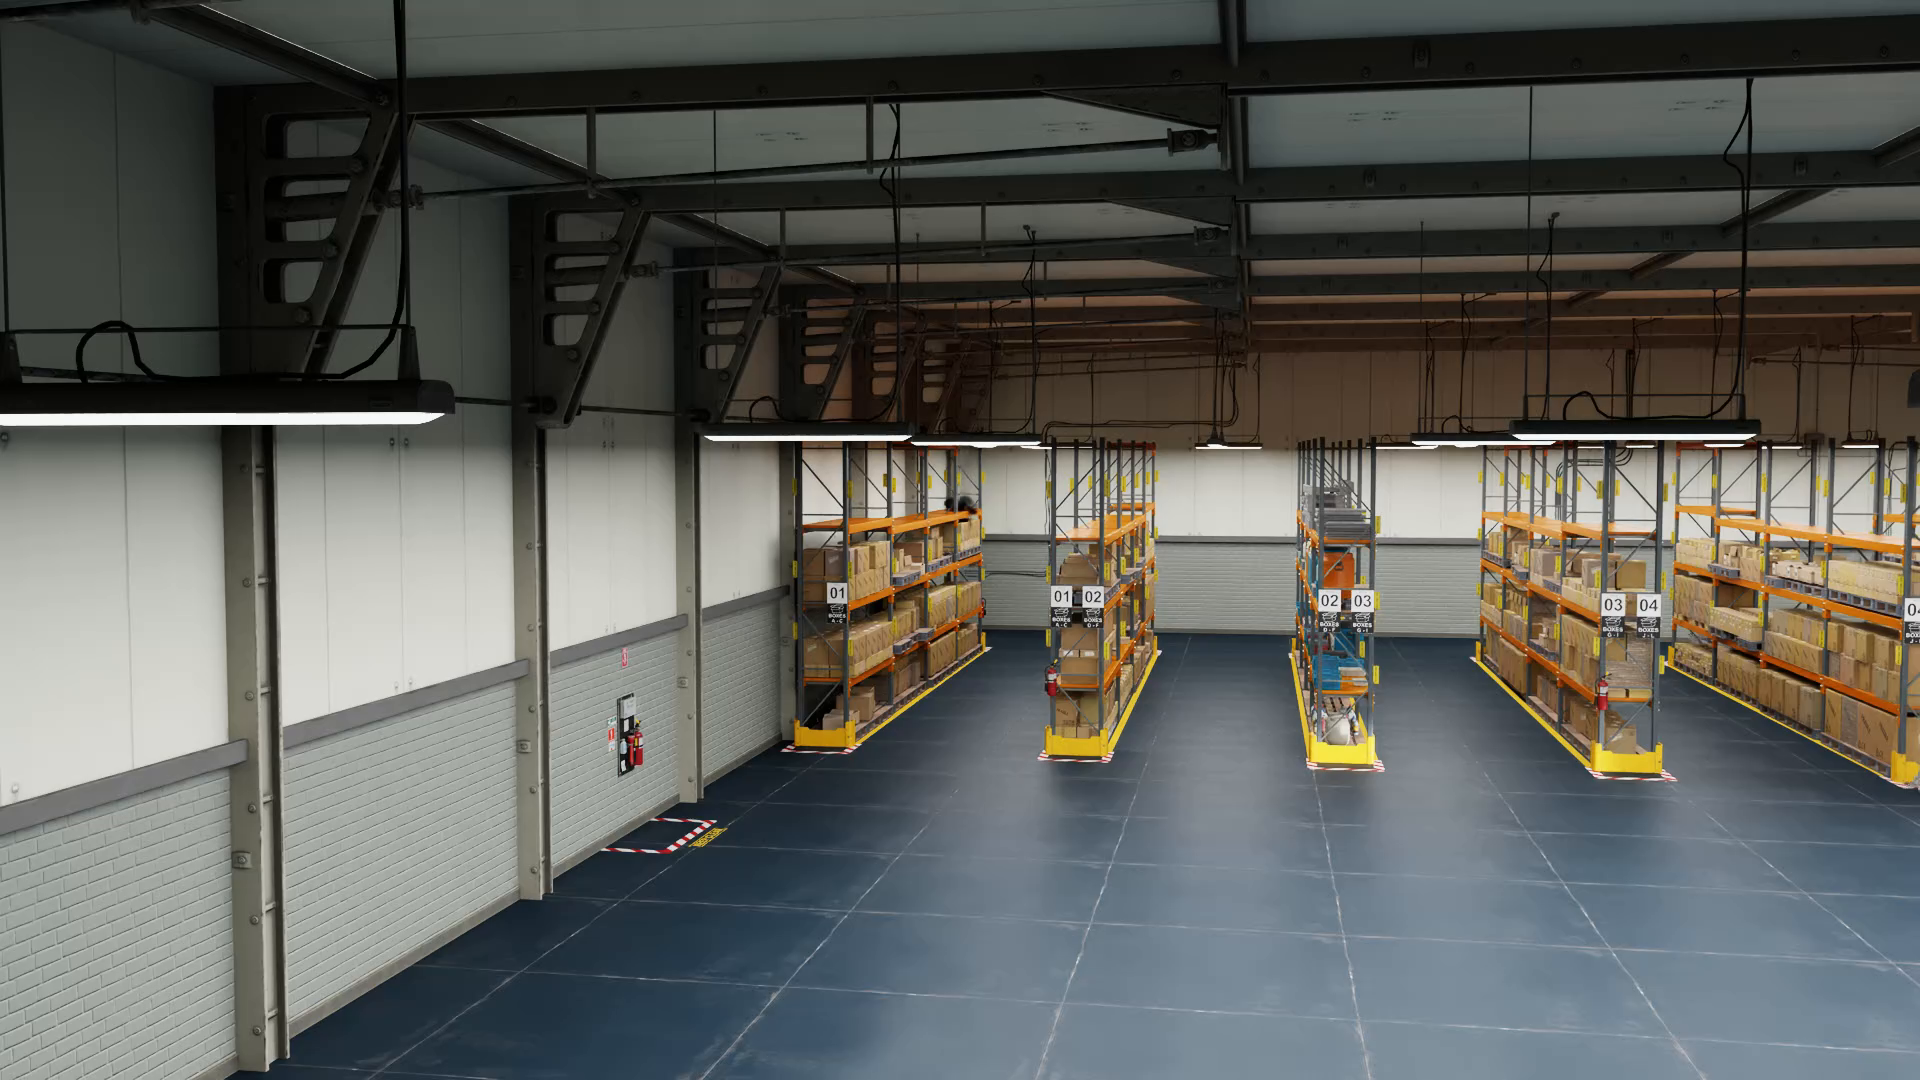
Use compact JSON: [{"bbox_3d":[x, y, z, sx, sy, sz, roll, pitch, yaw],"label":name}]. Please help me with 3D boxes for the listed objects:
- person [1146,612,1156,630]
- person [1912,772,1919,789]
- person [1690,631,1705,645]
[{"bbox_3d":[5.321,2.342,48.111,0.624,1.676,0.685,1,3,25],"label":"person"},{"bbox_3d":[16.250,3.393,27.464,0.657,1.835,0.915,-3,4,-40],"label":"person"},{"bbox_3d":[20.272,2.405,45.701,0.972,1.784,0.662,0,3,-4],"label":"person"}]
